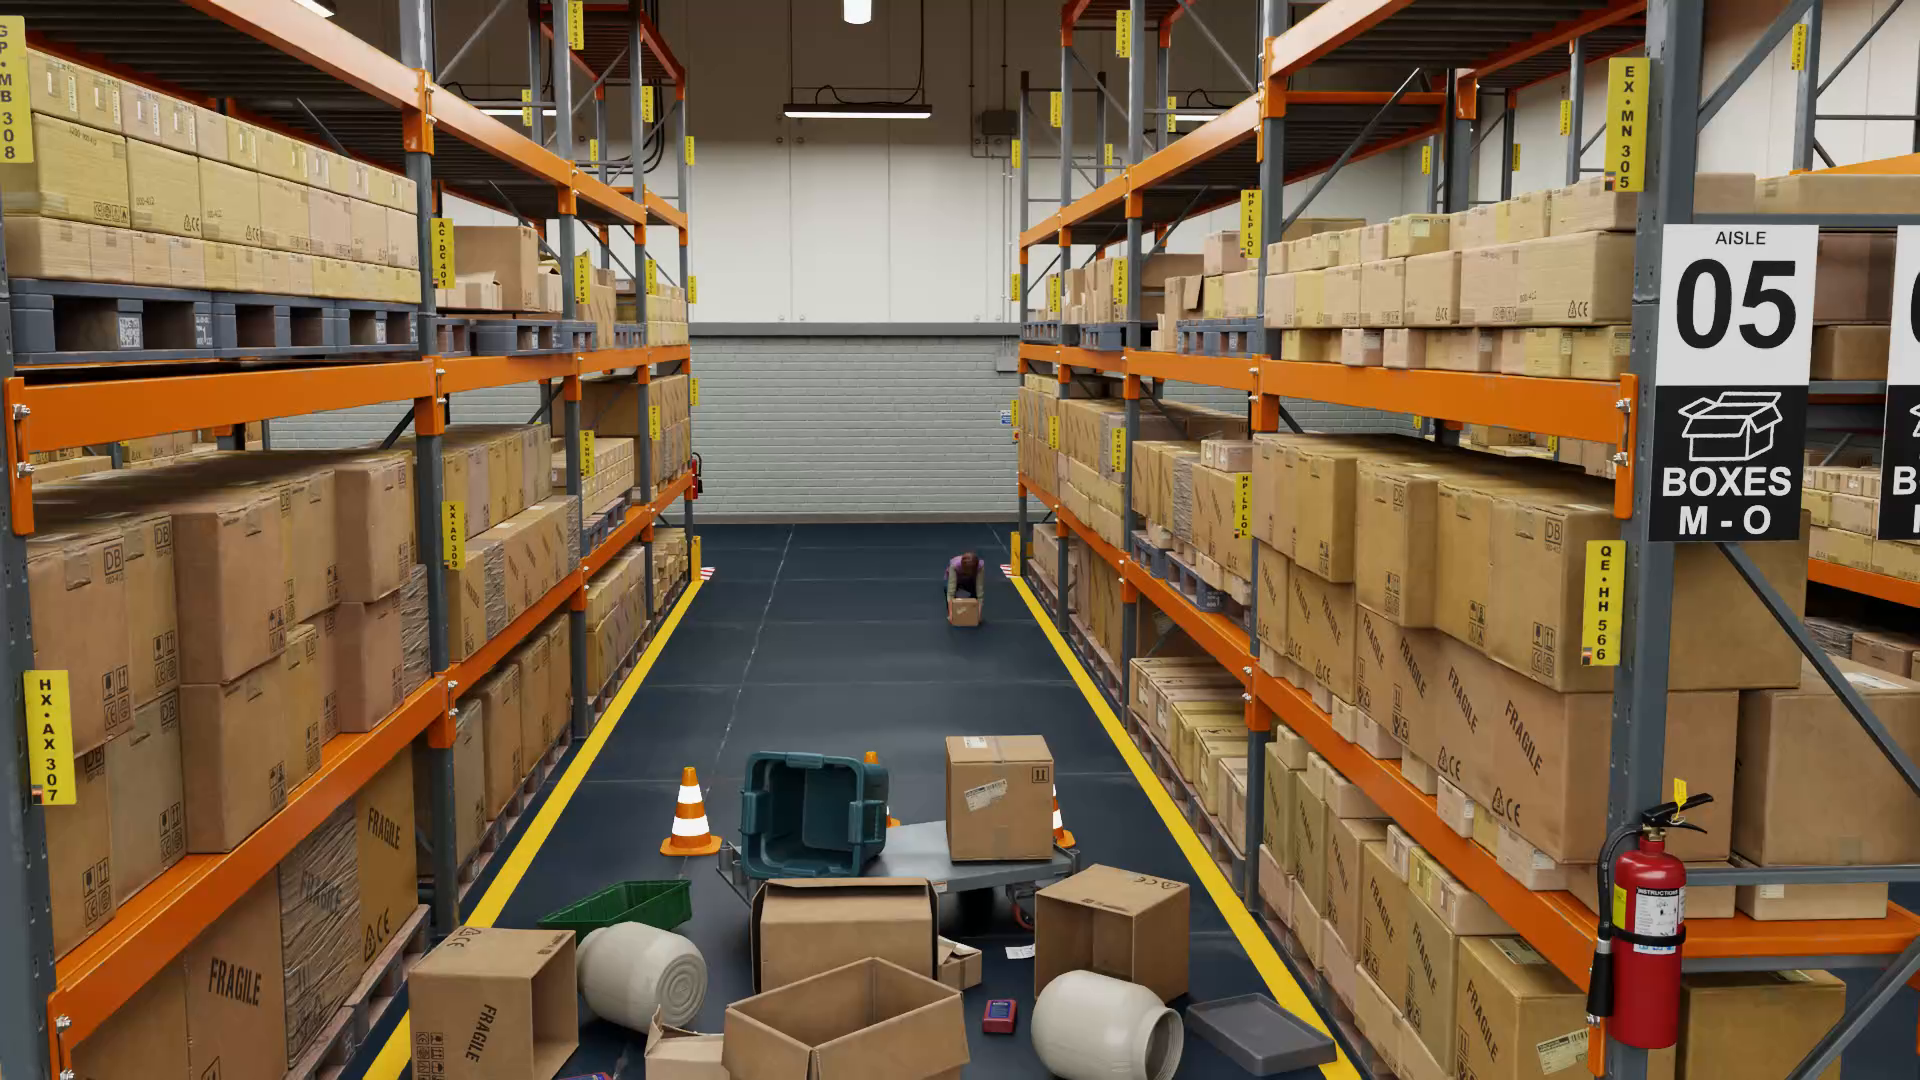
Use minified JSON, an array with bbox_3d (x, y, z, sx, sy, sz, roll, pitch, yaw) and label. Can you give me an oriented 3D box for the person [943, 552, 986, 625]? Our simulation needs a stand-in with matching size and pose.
[{"bbox_3d":[0.041,0.471,17.136,0.433,0.769,0.811,0,7,-4],"label":"person"}]
